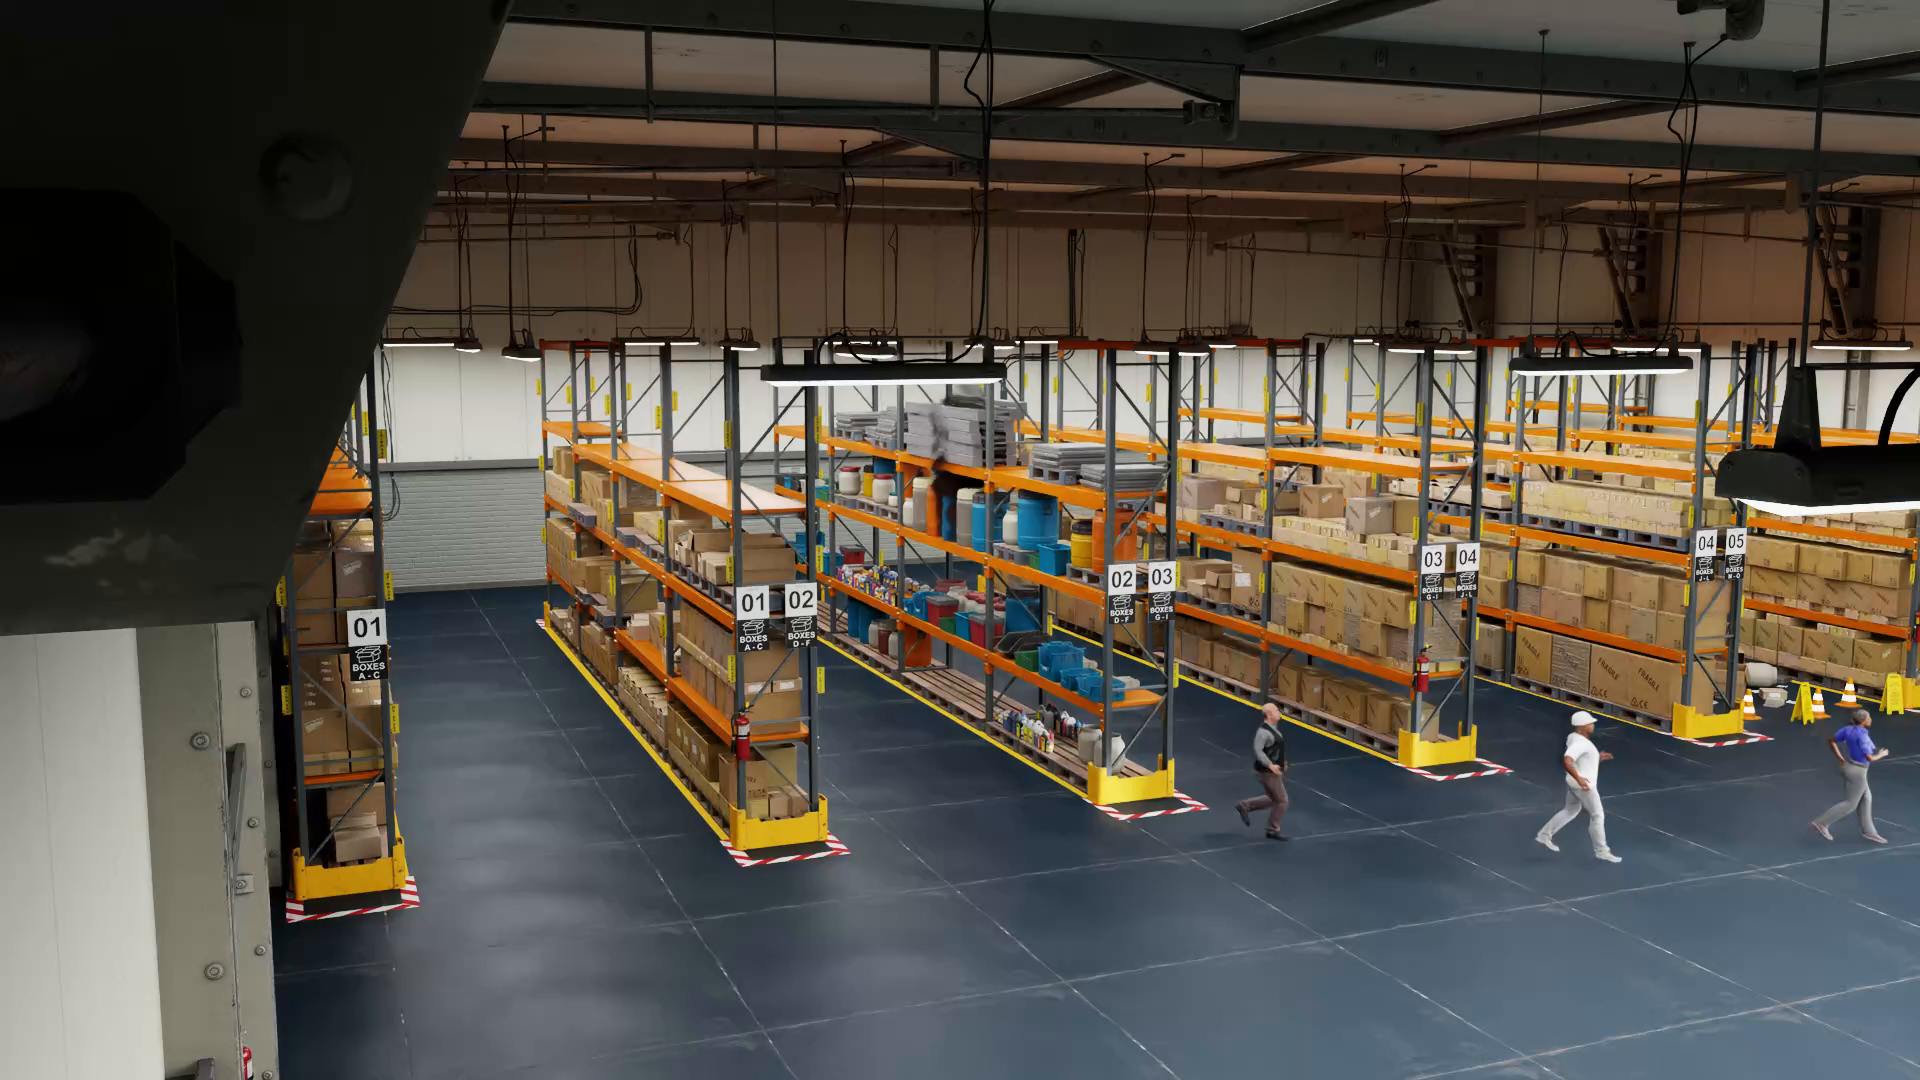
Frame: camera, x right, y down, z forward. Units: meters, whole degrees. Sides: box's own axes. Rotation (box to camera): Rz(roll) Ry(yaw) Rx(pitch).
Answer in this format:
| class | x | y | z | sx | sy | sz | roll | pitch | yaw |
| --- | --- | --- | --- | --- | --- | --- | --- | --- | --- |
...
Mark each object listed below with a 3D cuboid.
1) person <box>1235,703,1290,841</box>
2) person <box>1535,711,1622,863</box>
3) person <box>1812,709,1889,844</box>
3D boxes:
| class | x | y | z | sx | sy | sz | roll | pitch | yaw |
| --- | --- | --- | --- | --- | --- | --- | --- | --- | --- |
| person | 3.747 | 2.840 | 20.524 | 0.706 | 1.693 | 0.689 | 3 | 8 | 19 |
| person | 7.320 | 2.890 | 19.585 | 0.959 | 1.773 | 0.695 | 1 | 7 | 6 |
| person | 10.868 | 2.867 | 20.230 | 0.900 | 1.663 | 0.604 | 1 | 8 | 8 |
